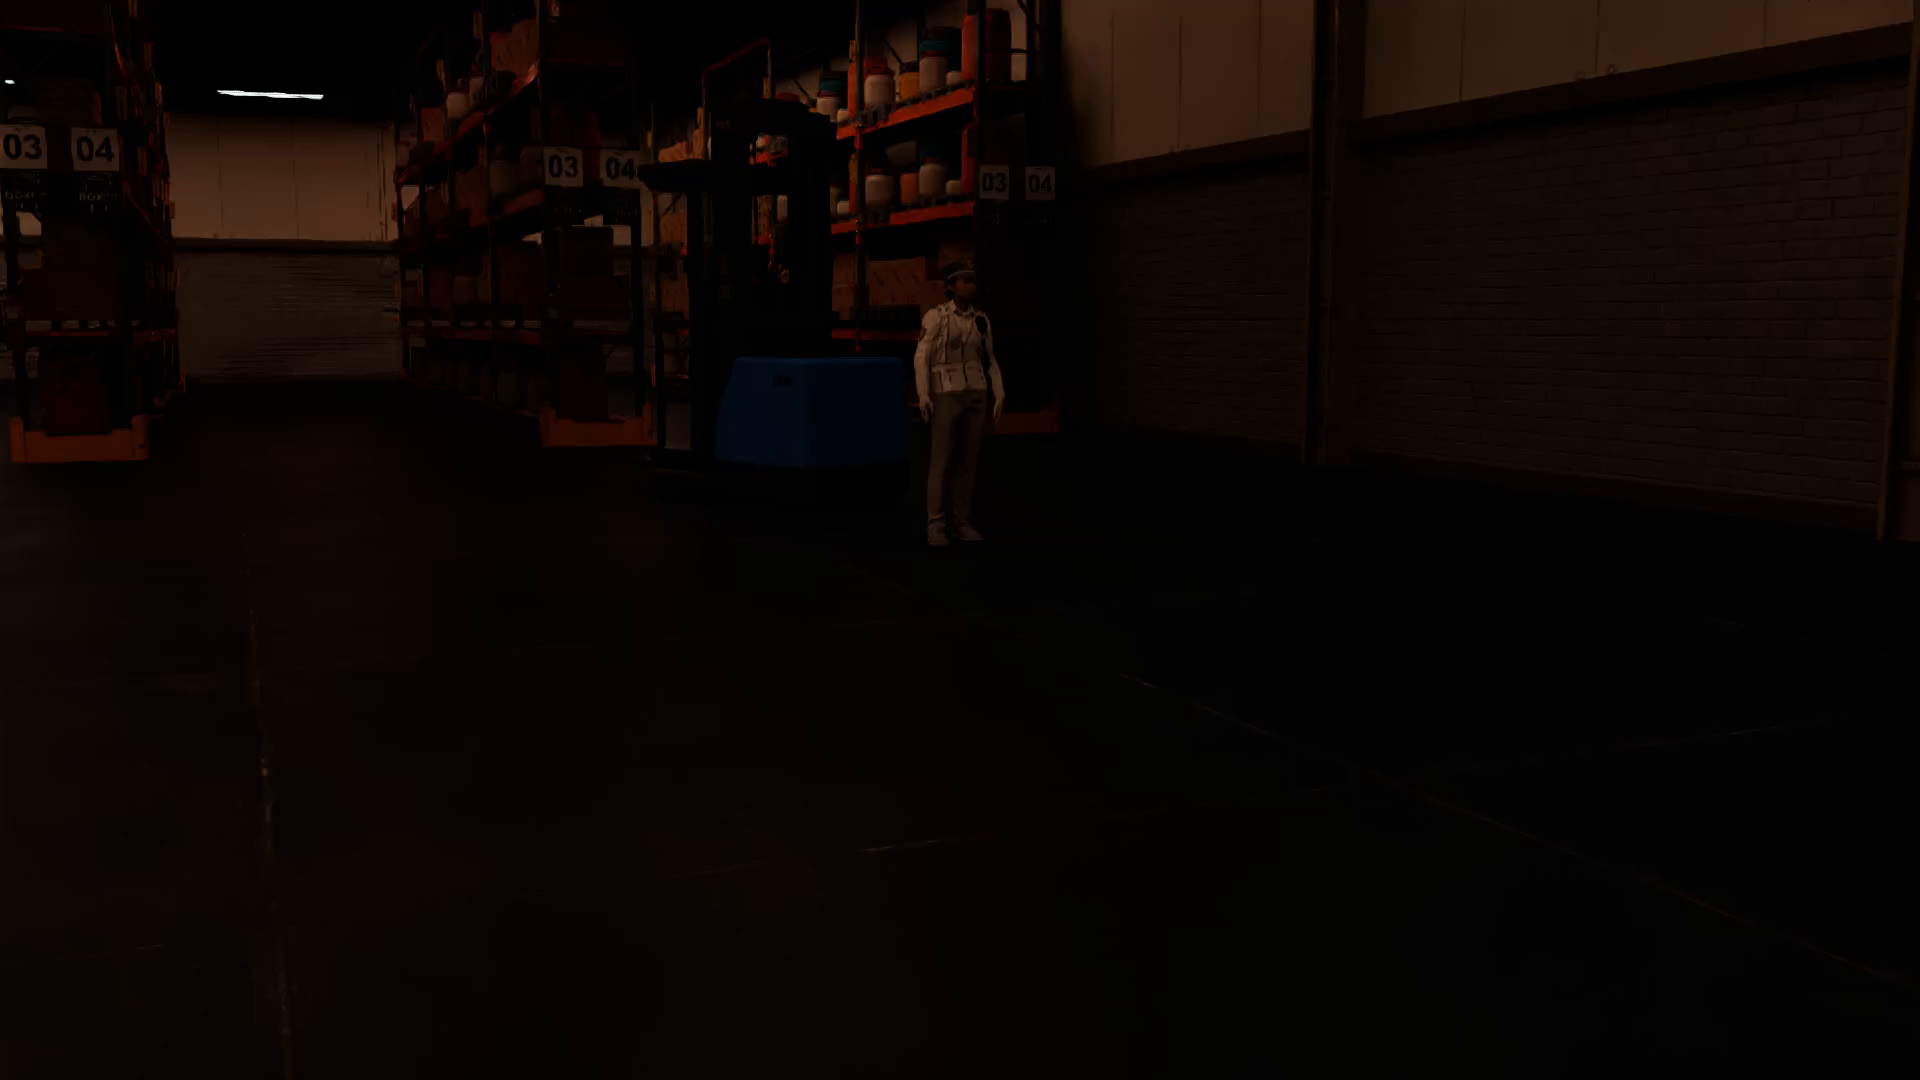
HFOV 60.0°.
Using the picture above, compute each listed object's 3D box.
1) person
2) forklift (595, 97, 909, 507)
[{"bbox_3d":[0.021,-0.839,9.978,0.586,1.695,0.533,-3,8,-23],"label":"person"},{"bbox_3d":[-1.756,-1.829,12.816,1.130,2.935,3.031,-7,10,-43],"label":"forklift"}]
